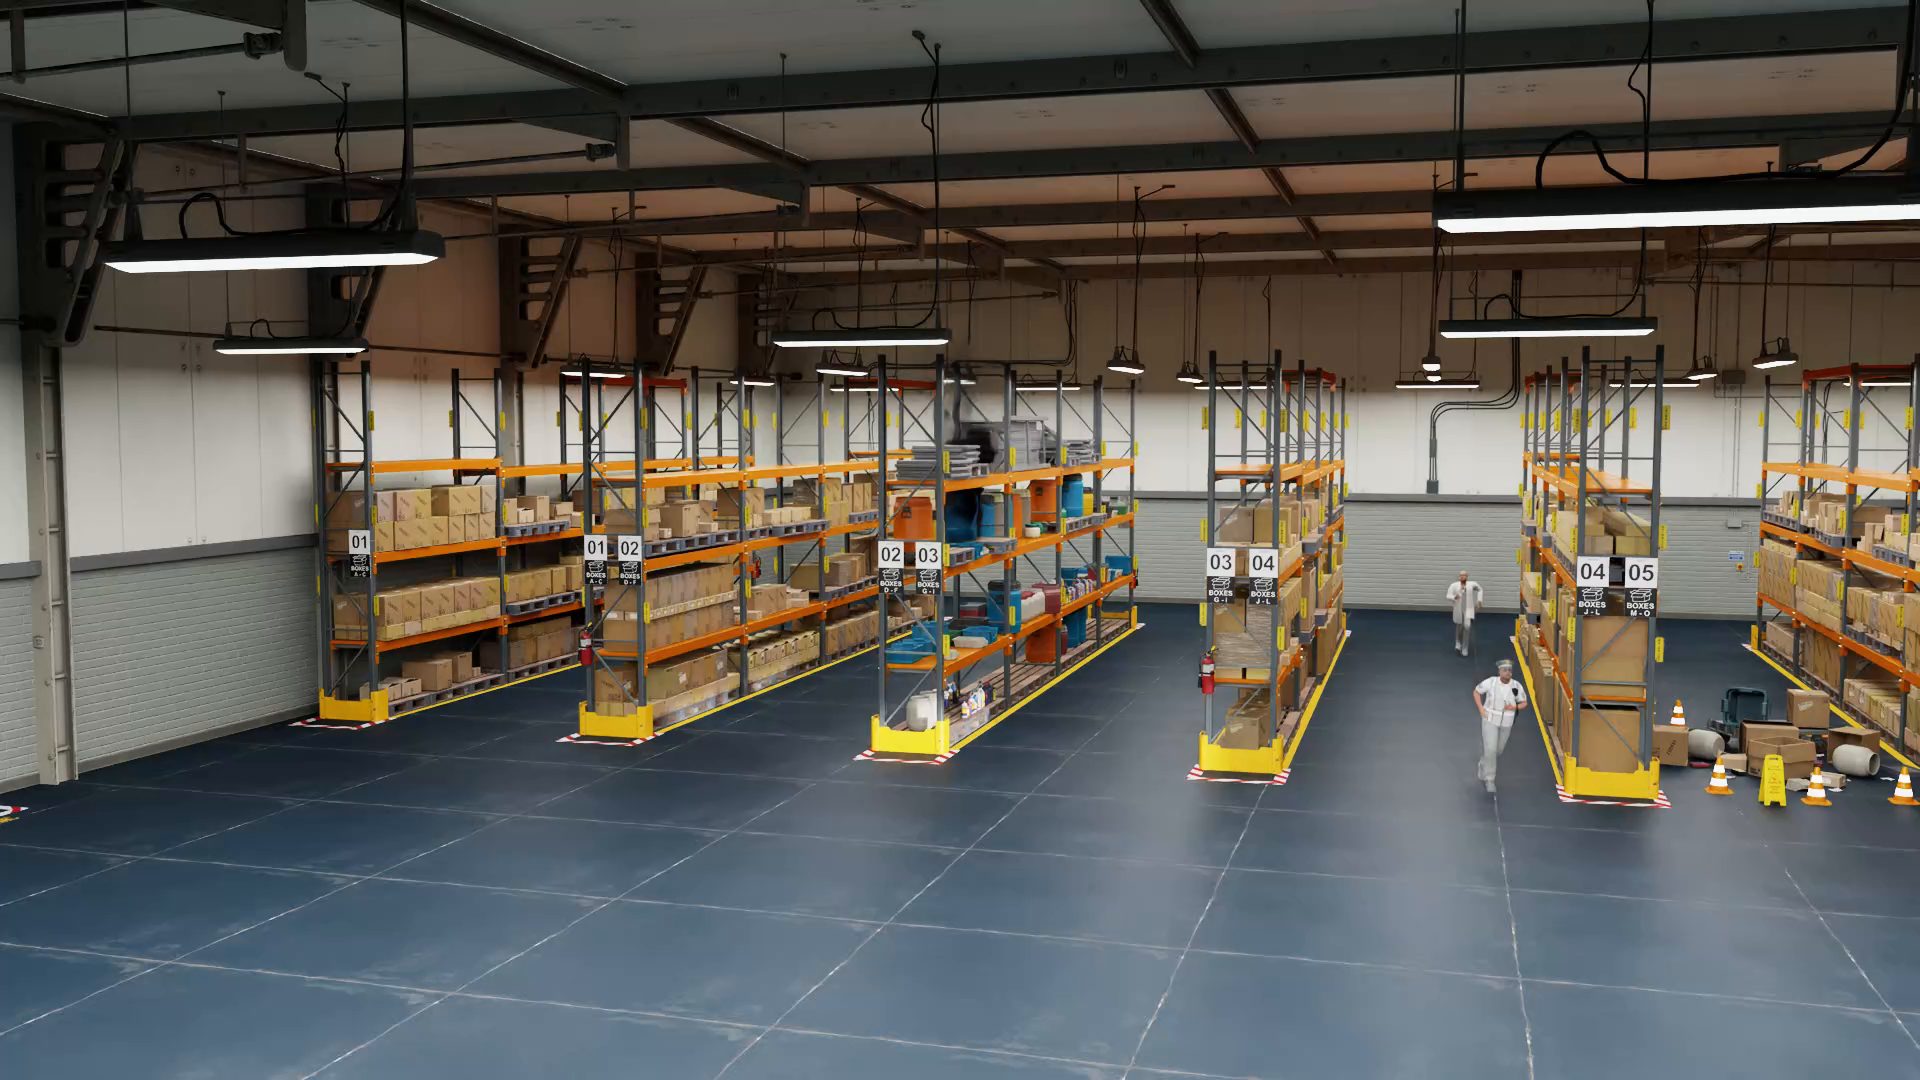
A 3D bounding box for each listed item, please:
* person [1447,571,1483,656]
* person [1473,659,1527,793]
[{"bbox_3d":[10.853,1.564,35.773,0.728,1.836,0.984,2,4,23],"label":"person"},{"bbox_3d":[7.408,2.515,22.786,0.684,1.806,0.895,0,4,1],"label":"person"}]
